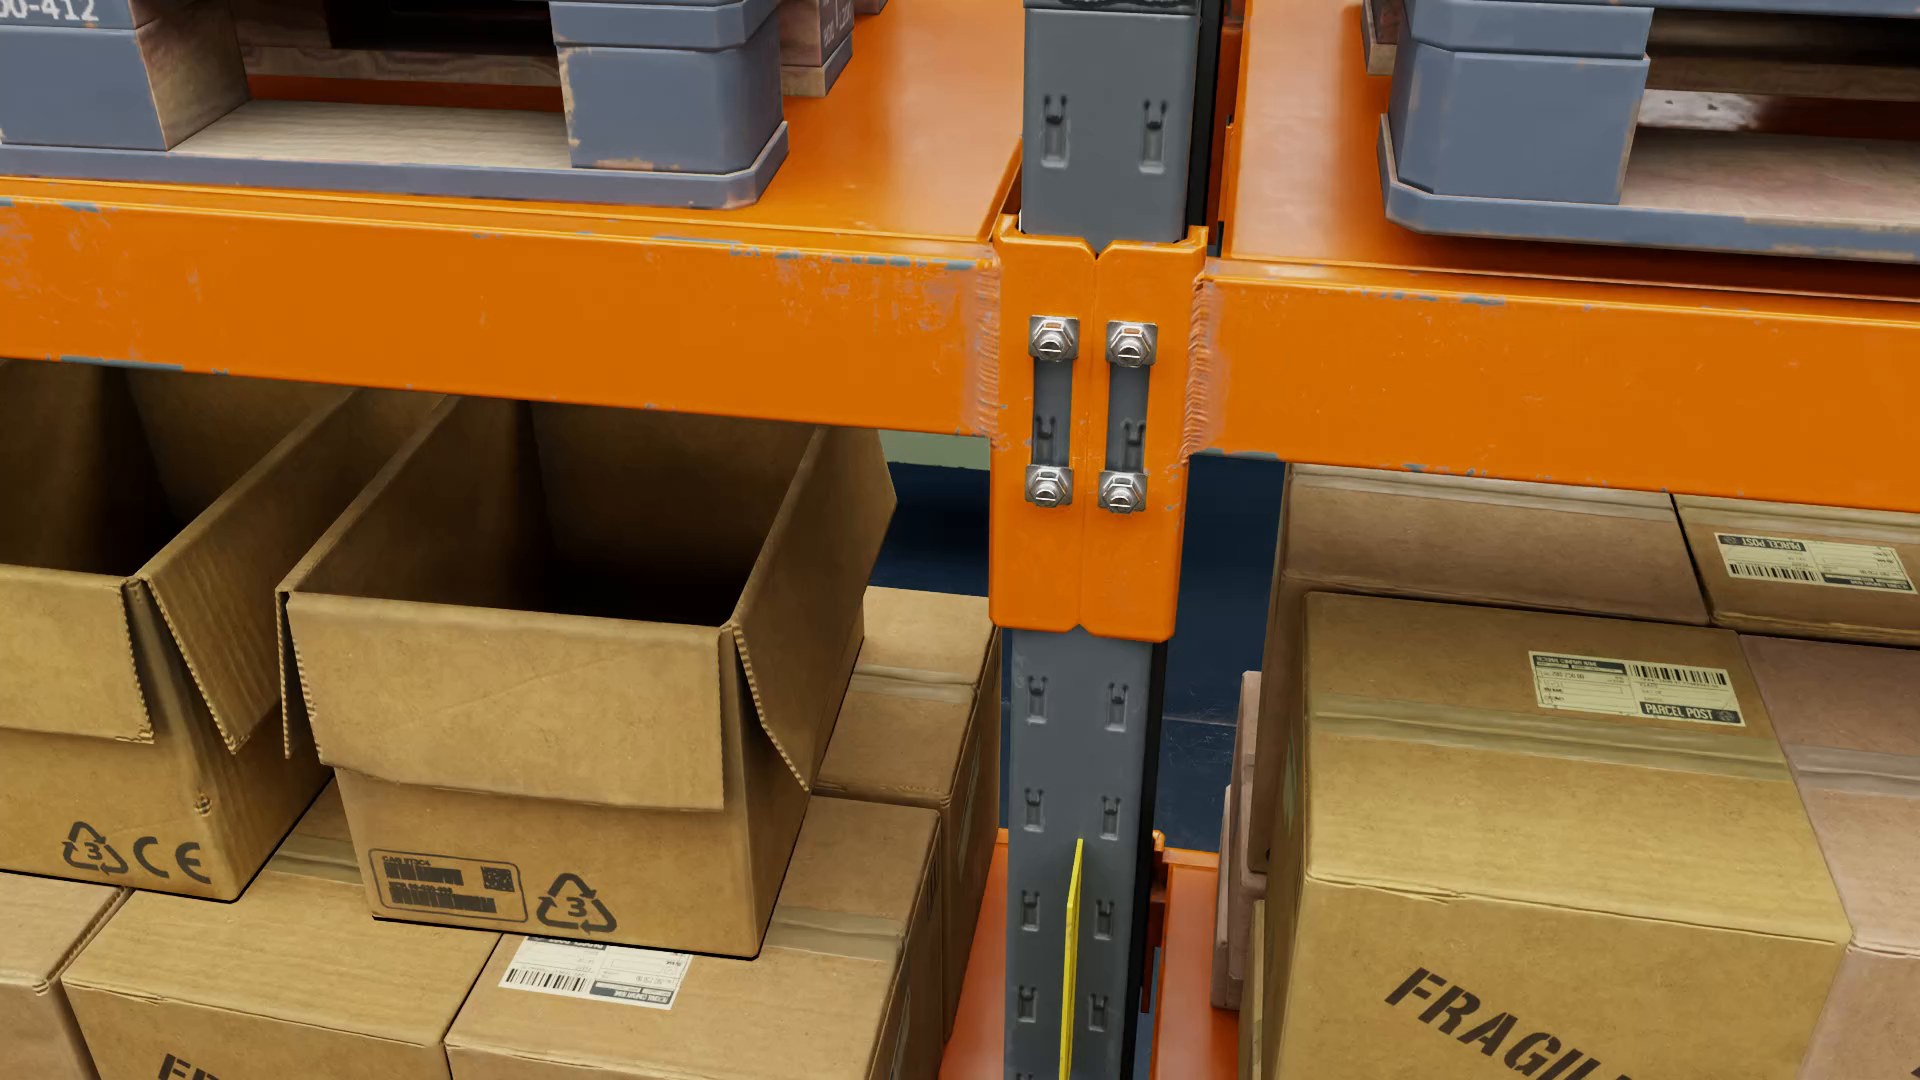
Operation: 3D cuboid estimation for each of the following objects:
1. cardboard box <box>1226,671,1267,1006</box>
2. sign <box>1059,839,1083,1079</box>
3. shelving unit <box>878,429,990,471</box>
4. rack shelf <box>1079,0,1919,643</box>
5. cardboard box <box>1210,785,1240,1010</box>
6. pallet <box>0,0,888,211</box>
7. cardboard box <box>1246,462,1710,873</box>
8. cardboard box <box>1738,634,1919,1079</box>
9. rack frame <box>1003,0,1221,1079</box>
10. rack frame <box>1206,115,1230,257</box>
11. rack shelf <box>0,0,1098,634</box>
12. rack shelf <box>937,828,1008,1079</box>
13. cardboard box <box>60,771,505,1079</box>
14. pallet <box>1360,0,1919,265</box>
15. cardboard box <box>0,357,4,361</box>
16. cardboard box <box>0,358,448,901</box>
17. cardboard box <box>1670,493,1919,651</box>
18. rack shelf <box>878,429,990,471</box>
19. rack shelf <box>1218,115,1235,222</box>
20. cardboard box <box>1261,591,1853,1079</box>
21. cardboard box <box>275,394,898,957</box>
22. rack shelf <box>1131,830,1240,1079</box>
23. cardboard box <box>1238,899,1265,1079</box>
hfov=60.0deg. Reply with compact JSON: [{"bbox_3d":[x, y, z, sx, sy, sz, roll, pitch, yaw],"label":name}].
[{"bbox_3d":[0.672,0.466,2.540,0.500,0.250,0.500,5,32,7],"label":"cardboard box"},{"bbox_3d":[0.111,0.454,1.681,0.005,0.325,0.100,5,32,8],"label":"sign"},{"bbox_3d":[-0.007,-0.636,5.853,0.755,1.500,0.431,5,32,8],"label":"shelving unit"},{"bbox_3d":[2.164,-0.162,1.532,4.000,0.370,1.077,5,32,8],"label":"rack shelf"},{"bbox_3d":[0.548,0.589,2.719,0.250,0.149,0.380,5,32,8],"label":"cardboard box"},{"bbox_3d":[-0.719,-0.620,1.767,1.217,0.209,0.805,4,32,6],"label":"pallet"},{"bbox_3d":[0.691,0.147,2.342,0.500,0.500,0.500,6,33,10],"label":"cardboard box"},{"bbox_3d":[1.106,0.470,1.826,0.500,0.500,0.500,5,32,8],"label":"cardboard box"},{"bbox_3d":[0.193,0.626,2.422,0.127,3.000,1.000,5,32,8],"label":"rack frame"},{"bbox_3d":[1.026,-1.964,6.561,0.127,3.000,1.000,5,32,8],"label":"rack frame"},{"bbox_3d":[-1.779,-0.519,2.103,4.000,0.370,1.077,5,32,8],"label":"rack shelf"},{"bbox_3d":[-1.779,0.753,2.899,4.000,0.370,1.077,5,32,8],"label":"rack shelf"},{"bbox_3d":[-0.801,0.637,2.311,0.500,0.500,0.500,6,33,10],"label":"cardboard box"},{"bbox_3d":[0.997,-0.529,1.525,1.213,0.211,1.003,5,32,8],"label":"pallet"},{"bbox_3d":[-1.728,-0.009,2.397,0.637,0.503,0.797,6,33,10],"label":"cardboard box"},{"bbox_3d":[-1.113,0.039,2.322,0.637,0.503,0.797,6,32,9],"label":"cardboard box"},{"bbox_3d":[1.184,0.194,2.267,0.500,0.500,0.500,5,32,9],"label":"cardboard box"},{"bbox_3d":[-0.007,-0.360,6.026,0.720,0.370,0.431,5,32,8],"label":"rack shelf"},{"bbox_3d":[2.997,-1.481,6.467,4.000,0.370,1.077,5,32,8],"label":"rack shelf"},{"bbox_3d":[0.622,0.422,1.902,0.500,0.500,0.500,5,32,8],"label":"cardboard box"},{"bbox_3d":[-0.438,0.106,2.214,0.637,0.503,0.797,4,32,7],"label":"cardboard box"},{"bbox_3d":[2.164,1.110,2.328,4.000,0.370,1.077,5,32,8],"label":"rack shelf"},{"bbox_3d":[0.612,0.743,2.097,0.500,0.250,0.500,5,32,7],"label":"cardboard box"}]
